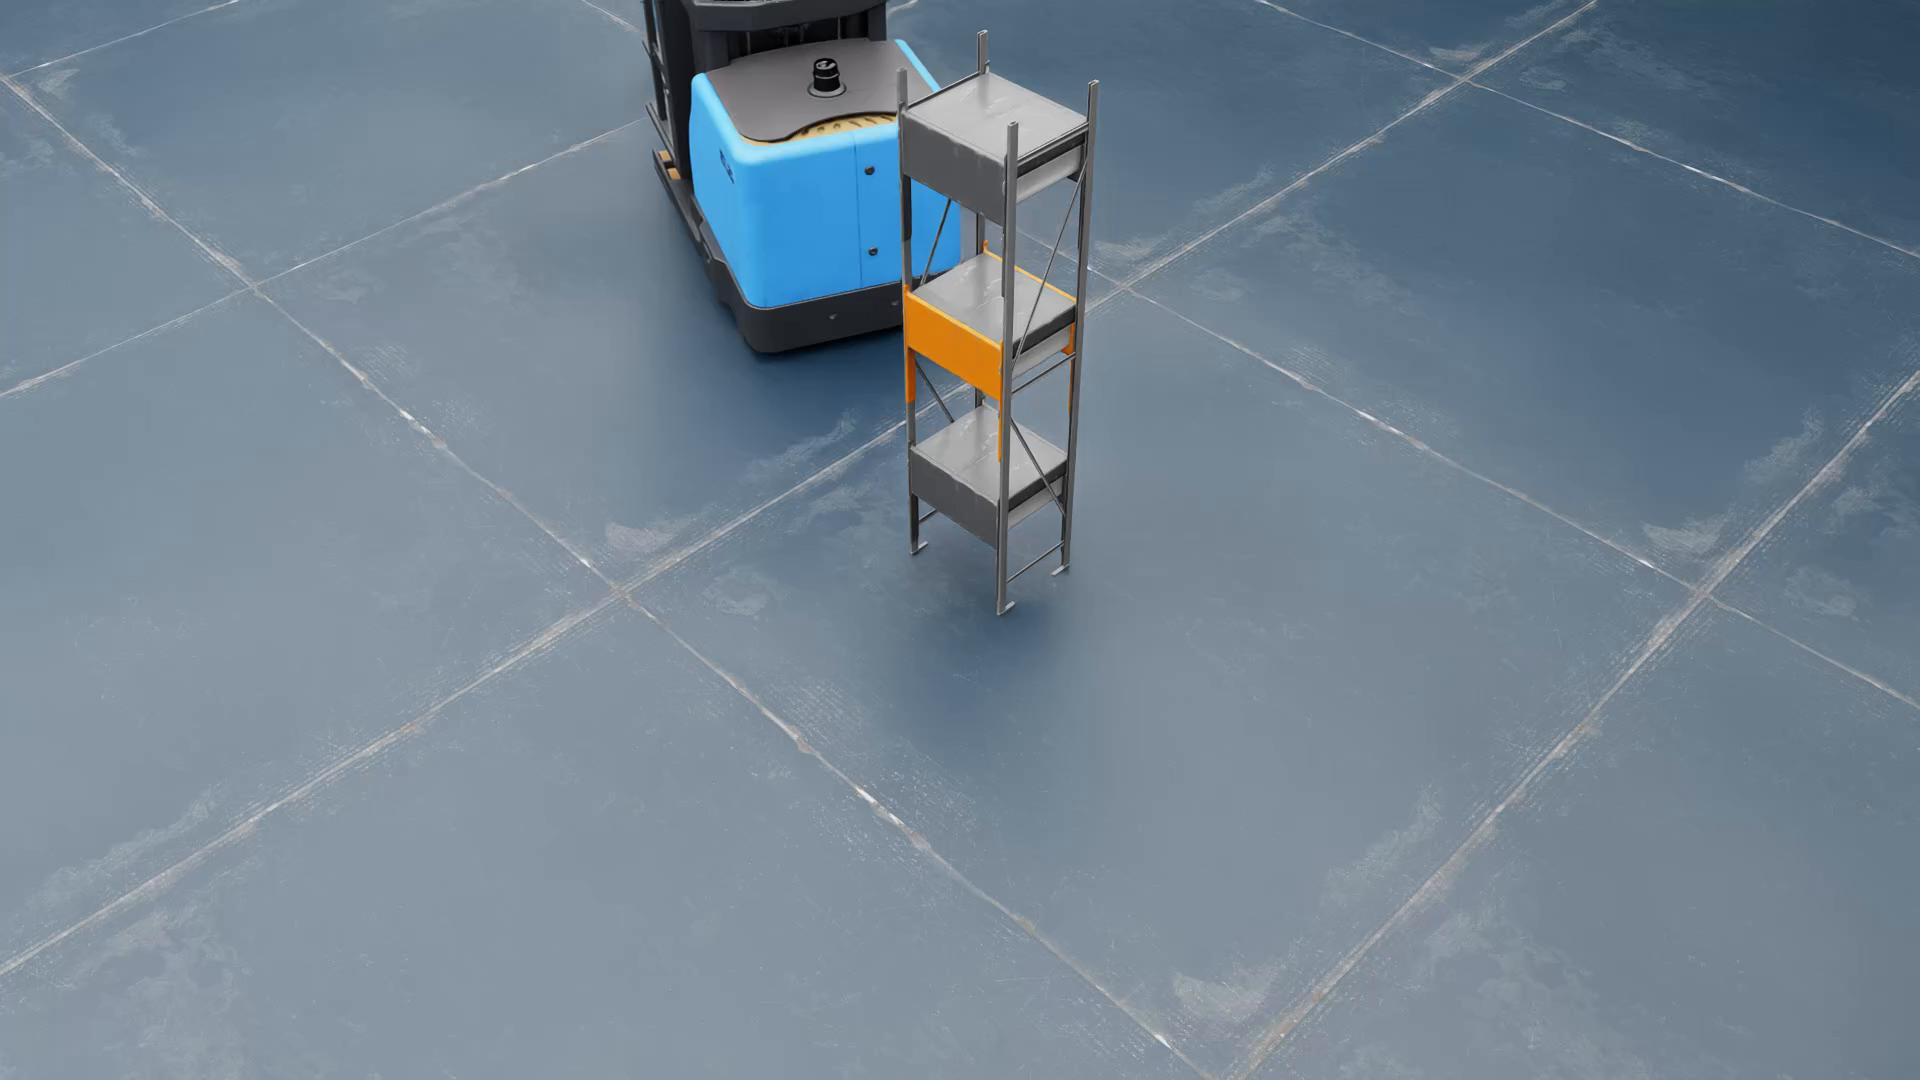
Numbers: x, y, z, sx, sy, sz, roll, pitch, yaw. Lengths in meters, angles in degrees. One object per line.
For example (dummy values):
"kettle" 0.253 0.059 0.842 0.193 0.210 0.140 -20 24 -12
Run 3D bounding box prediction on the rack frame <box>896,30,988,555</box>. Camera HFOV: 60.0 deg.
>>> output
"rack frame" -0.055 -0.809 6.078 0.400 2.100 0.015 -34 53 -31

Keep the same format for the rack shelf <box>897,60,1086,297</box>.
"rack shelf" 0.117 -1.196 5.486 0.431 0.518 0.480 -34 53 -31

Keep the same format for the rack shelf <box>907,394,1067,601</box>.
"rack shelf" 0.117 -0.167 6.436 0.431 0.518 0.480 -34 53 -31

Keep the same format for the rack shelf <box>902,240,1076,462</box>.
"rack shelf" 0.117 -0.682 5.961 0.431 0.518 0.480 -34 53 -31

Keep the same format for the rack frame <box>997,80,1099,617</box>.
"rack frame" 0.289 -0.574 5.824 0.400 2.100 0.015 -34 53 -31

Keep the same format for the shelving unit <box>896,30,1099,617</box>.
"shelving unit" 0.117 -0.692 5.951 0.431 2.100 0.503 -34 53 -31

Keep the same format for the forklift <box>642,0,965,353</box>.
"forklift" -0.976 -2.940 7.772 1.130 2.935 3.031 -14 45 -15
